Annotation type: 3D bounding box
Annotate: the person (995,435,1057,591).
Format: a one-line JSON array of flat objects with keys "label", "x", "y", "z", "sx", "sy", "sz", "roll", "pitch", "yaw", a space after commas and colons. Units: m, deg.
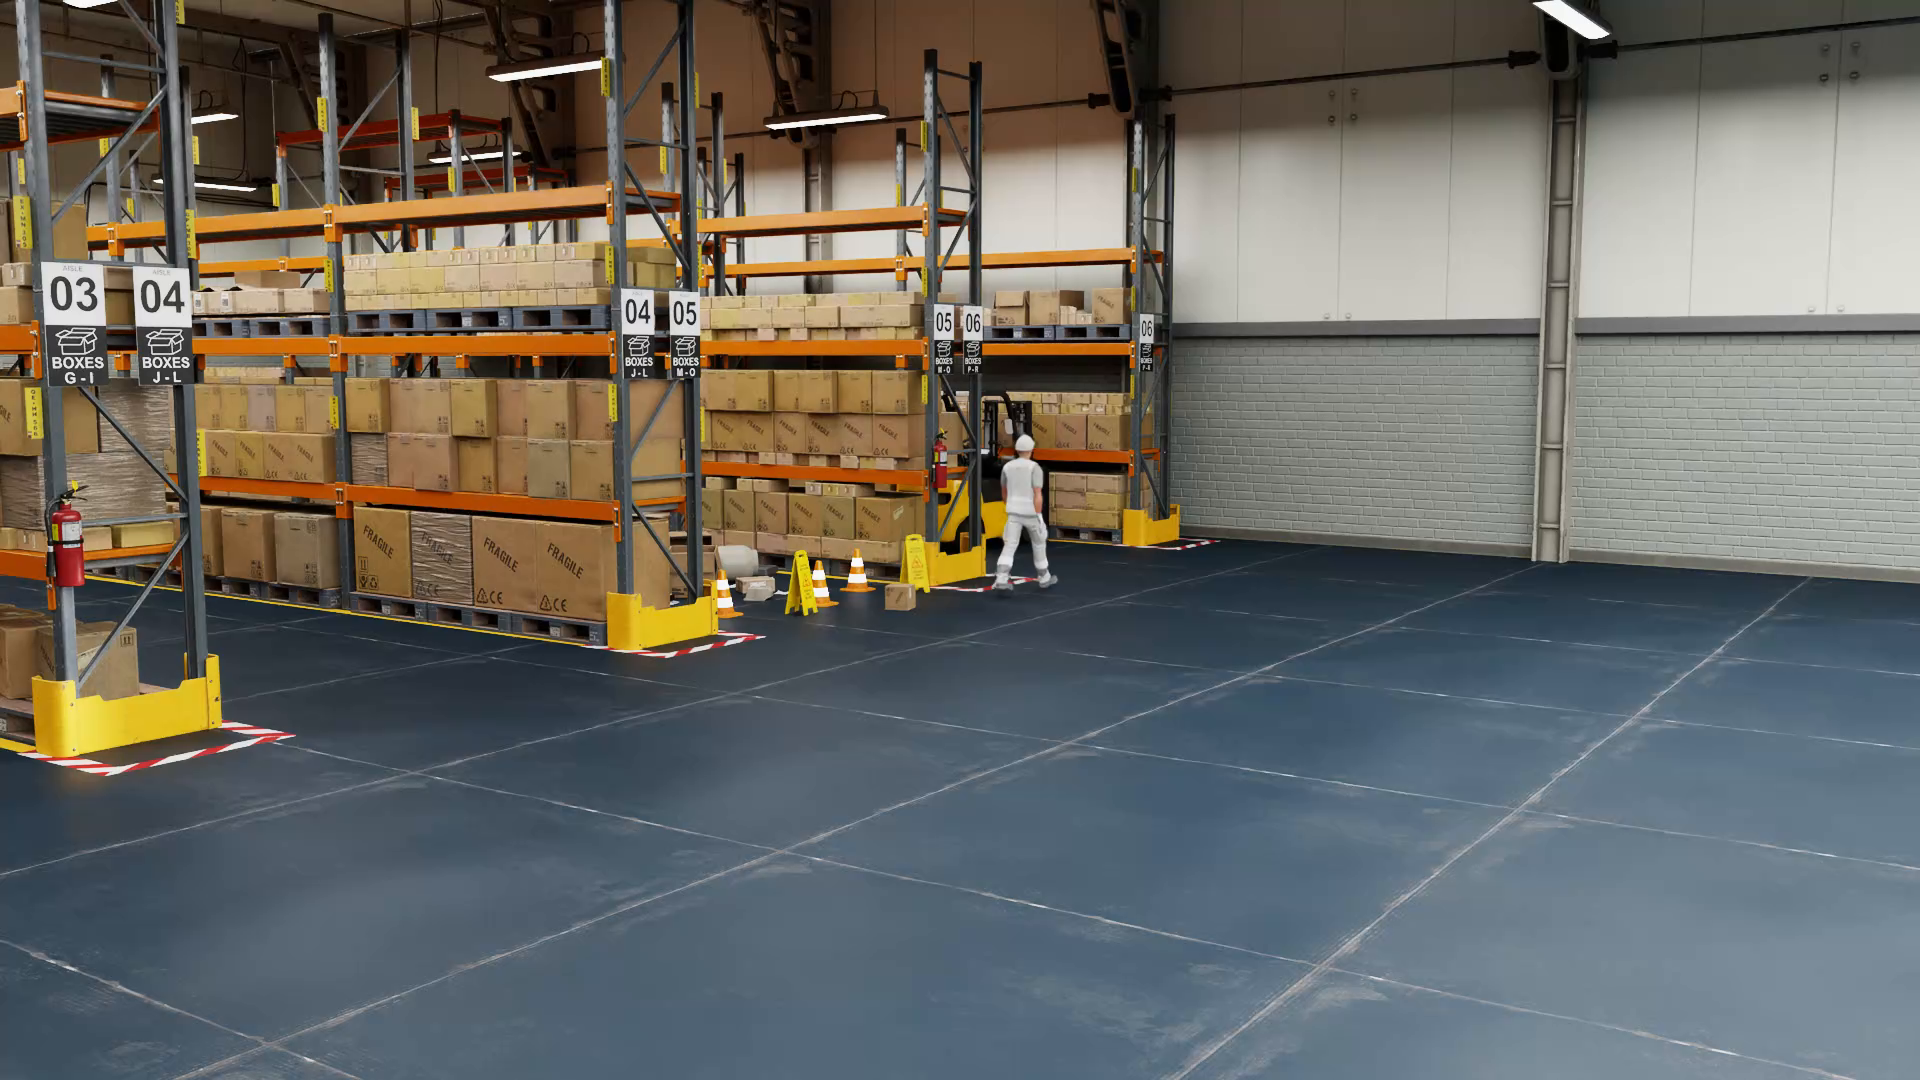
[{"label": "person", "x": 0.729, "y": -0.301, "z": 18.398, "sx": 0.584, "sy": 1.734, "sz": 1.095, "roll": 3, "pitch": 7, "yaw": 23}]
